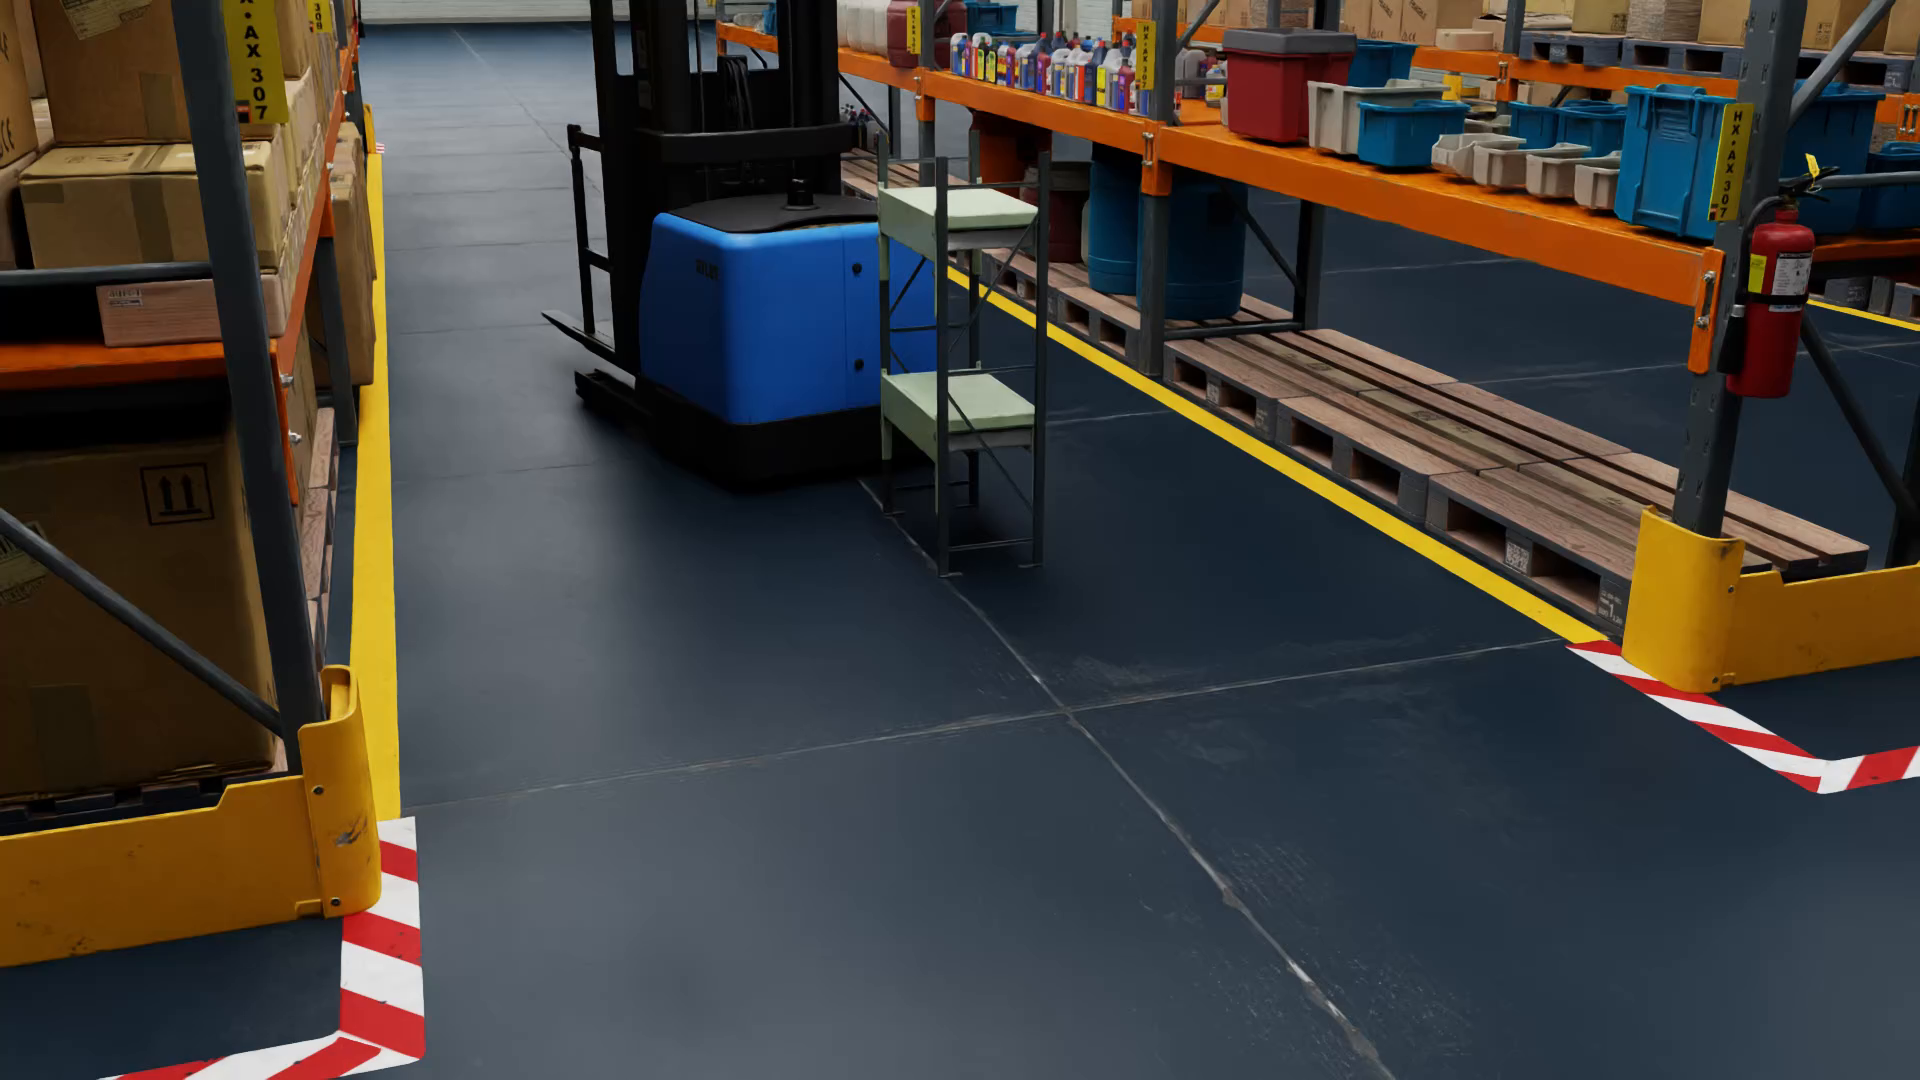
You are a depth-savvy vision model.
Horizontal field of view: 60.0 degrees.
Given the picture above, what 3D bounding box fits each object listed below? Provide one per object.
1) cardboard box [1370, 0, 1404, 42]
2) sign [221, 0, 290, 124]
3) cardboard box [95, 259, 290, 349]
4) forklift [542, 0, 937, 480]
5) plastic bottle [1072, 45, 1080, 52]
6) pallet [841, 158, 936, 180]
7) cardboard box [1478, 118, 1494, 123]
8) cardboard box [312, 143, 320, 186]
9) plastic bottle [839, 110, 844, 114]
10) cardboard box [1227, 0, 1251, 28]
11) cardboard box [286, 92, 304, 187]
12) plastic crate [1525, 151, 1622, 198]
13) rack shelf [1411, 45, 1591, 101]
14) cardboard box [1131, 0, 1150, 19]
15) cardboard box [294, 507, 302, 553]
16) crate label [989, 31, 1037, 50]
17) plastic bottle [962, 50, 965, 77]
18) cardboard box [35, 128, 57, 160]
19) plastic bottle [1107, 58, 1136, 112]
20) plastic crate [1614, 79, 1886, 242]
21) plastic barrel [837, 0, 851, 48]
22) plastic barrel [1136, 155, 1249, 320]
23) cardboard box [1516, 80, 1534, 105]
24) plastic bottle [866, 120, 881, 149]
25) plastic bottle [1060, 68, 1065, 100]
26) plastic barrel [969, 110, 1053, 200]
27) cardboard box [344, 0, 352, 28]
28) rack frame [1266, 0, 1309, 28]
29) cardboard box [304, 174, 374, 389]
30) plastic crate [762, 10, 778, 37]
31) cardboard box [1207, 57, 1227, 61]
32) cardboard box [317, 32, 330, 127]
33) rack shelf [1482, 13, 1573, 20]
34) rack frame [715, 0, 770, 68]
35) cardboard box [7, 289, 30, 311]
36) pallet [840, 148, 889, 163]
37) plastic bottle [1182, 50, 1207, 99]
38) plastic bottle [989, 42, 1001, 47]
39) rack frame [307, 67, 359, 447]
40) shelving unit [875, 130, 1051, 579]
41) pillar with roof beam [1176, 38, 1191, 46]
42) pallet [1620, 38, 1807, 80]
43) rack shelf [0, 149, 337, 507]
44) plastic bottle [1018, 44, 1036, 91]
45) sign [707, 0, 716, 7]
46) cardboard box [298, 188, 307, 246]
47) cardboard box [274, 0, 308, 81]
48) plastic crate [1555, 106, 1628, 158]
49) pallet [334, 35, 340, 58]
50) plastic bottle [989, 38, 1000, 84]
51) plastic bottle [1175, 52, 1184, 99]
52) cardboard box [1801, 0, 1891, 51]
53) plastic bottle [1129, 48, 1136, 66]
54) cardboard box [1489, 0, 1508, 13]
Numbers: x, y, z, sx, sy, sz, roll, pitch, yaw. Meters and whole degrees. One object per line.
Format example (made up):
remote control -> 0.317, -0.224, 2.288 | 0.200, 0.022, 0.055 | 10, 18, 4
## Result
cardboard box -> 4.185, -4.902, 15.480 | 0.500, 0.500, 0.500 | -6, 21, -17
sign -> -1.469, -1.033, 3.457 | 0.100, 0.325, 0.005 | -6, 21, -17
cardboard box -> -1.796, -0.562, 3.915 | 0.380, 0.149, 0.250 | -6, 21, -17
forklift -> -1.264, -2.073, 7.853 | 1.130, 2.935, 3.031 | -12, 23, -30
plastic bottle -> 0.813, -3.334, 11.554 | 0.097, 0.201, 0.097 | 0, 20, 0
pallet -> -0.784, -3.348, 15.425 | 1.003, 0.211, 1.213 | -6, 21, -17
cardboard box -> 4.495, -3.459, 14.226 | 0.500, 0.311, 0.500 | -6, 21, -16
cardboard box -> -2.606, -1.386, 6.209 | 0.380, 0.149, 0.250 | -6, 21, -16
plastic bottle -> -1.234, -4.446, 17.736 | 0.152, 0.276, 0.135 | -7, 21, -19
cardboard box -> 3.319, -5.791, 17.953 | 0.700, 0.500, 0.500 | -7, 21, -18
cardboard box -> -2.385, -1.278, 5.319 | 0.500, 0.250, 0.500 | -7, 21, -18
plastic crate -> 2.199, -1.299, 5.896 | 0.396, 0.136, 0.243 | -6, 21, -17
rack shelf -> 4.265, -4.453, 15.441 | 1.077, 0.370, 4.000 | -6, 21, -17
cardboard box -> 2.513, -6.613, 20.242 | 0.700, 0.500, 0.500 | -6, 21, -17
cardboard box -> -2.561, -0.218, 5.107 | 0.875, 0.875, 0.875 | -6, 21, -17
crate label -> 0.413, -3.721, 12.586 | 0.303, 0.233, 0.416 | -6, 21, -17
plastic bottle -> 0.060, -3.287, 11.423 | 0.097, 0.201, 0.097 | 0, 20, 0
cardboard box -> -2.561, -0.891, 4.241 | 0.500, 0.250, 0.500 | -7, 21, -18
plastic bottle -> 0.902, -2.492, 9.101 | 0.152, 0.276, 0.135 | -6, 21, -17
plastic crate -> 2.422, -1.190, 5.151 | 0.616, 0.435, 0.499 | -6, 21, -17
plastic barrel -> -0.975, -4.642, 14.702 | 0.433, 0.535, 0.433 | 0, 20, 0
plastic barrel -> 1.292, -1.727, 9.272 | 0.600, 0.901, 0.708 | -6, 21, -17
cardboard box -> 7.392, -5.772, 21.375 | 0.500, 0.311, 0.500 | -5, 20, -13
plastic bottle -> -0.879, -4.083, 16.725 | 0.152, 0.276, 0.135 | -6, 21, -15
plastic bottle -> 0.638, -2.696, 9.779 | 0.097, 0.201, 0.097 | 0, 20, 0
plastic barrel -> 0.360, -2.646, 11.934 | 0.600, 0.830, 0.708 | -6, 21, -17
cardboard box -> -5.976, -4.884, 14.989 | 0.875, 0.500, 0.500 | -6, 21, -17
rack frame -> 3.636, -5.433, 17.106 | 1.000, 3.000, 0.127 | -6, 21, -17
cardboard box -> -3.475, -1.216, 7.886 | 1.225, 0.875, 0.875 | -6, 21, -17
plastic crate -> -1.673, -5.165, 16.578 | 0.499, 0.251, 0.616 | -6, 21, -17
cardboard box -> 2.976, -5.137, 18.619 | 0.500, 0.500, 0.500 | -6, 21, -17
cardboard box -> -3.478, -2.358, 8.396 | 0.500, 0.500, 0.500 | -7, 21, -18
rack shelf -> 7.709, -6.264, 20.483 | 1.077, 0.370, 4.000 | -6, 21, -17
rack frame -> -2.325, -6.192, 19.218 | 1.000, 3.000, 0.127 | -6, 21, -17
cardboard box -> -2.584, -0.657, 4.179 | 0.380, 0.149, 0.250 | -6, 21, -17
pallet -> -1.239, -3.816, 16.728 | 1.003, 0.211, 1.213 | -6, 21, -17
plastic bottle -> 1.372, -2.769, 9.871 | 0.152, 0.276, 0.135 | -6, 21, -17
plastic bottle -> 0.233, -3.209, 11.103 | 0.097, 0.271, 0.097 | 0, 20, 0
rack frame -> -3.255, -1.815, 7.032 | 1.000, 3.000, 0.127 | -6, 21, -17
shelving unit -> -0.002, -0.708, 6.169 | 0.431, 1.500, 0.755 | -6, 21, -17
pillar with roof beam -> 0.263, -13.329, 30.213 | 9.100, 9.000, 0.400 | -6, 21, -17
pallet -> 5.509, -3.436, 11.829 | 1.003, 0.211, 1.213 | -6, 21, -17
rack shelf -> -2.626, -0.834, 5.366 | 1.077, 0.370, 4.000 | -6, 21, -17
plastic bottle -> 0.455, -2.948, 10.370 | 0.152, 0.276, 0.135 | -6, 21, -17
sign -> -2.848, -6.265, 19.012 | 0.100, 0.325, 0.005 | -6, 21, -17
cardboard box -> -2.202, -0.974, 5.063 | 0.380, 0.149, 0.250 | -7, 21, -18
cardboard box -> -2.703, -1.957, 6.099 | 0.500, 0.500, 0.500 | -6, 21, -17
plastic crate -> 2.525, -1.544, 6.435 | 0.416, 0.233, 0.300 | -6, 21, -17
pallet -> -5.173, -3.639, 12.394 | 1.003, 0.211, 1.213 | -6, 21, -17
plastic bottle -> 0.236, -3.126, 10.855 | 0.061, 0.283, 0.133 | -6, 21, -17
plastic bottle -> 1.228, -2.753, 9.826 | 0.152, 0.276, 0.135 | -6, 21, -17
cardboard box -> 5.938, -3.501, 10.956 | 0.700, 0.500, 0.500 | -3, 20, -9
plastic bottle -> 0.984, -2.593, 9.272 | 0.144, 0.351, 0.185 | -6, 21, -17
cardboard box -> 7.109, -6.828, 21.181 | 0.500, 0.250, 0.500 | -7, 21, -19
